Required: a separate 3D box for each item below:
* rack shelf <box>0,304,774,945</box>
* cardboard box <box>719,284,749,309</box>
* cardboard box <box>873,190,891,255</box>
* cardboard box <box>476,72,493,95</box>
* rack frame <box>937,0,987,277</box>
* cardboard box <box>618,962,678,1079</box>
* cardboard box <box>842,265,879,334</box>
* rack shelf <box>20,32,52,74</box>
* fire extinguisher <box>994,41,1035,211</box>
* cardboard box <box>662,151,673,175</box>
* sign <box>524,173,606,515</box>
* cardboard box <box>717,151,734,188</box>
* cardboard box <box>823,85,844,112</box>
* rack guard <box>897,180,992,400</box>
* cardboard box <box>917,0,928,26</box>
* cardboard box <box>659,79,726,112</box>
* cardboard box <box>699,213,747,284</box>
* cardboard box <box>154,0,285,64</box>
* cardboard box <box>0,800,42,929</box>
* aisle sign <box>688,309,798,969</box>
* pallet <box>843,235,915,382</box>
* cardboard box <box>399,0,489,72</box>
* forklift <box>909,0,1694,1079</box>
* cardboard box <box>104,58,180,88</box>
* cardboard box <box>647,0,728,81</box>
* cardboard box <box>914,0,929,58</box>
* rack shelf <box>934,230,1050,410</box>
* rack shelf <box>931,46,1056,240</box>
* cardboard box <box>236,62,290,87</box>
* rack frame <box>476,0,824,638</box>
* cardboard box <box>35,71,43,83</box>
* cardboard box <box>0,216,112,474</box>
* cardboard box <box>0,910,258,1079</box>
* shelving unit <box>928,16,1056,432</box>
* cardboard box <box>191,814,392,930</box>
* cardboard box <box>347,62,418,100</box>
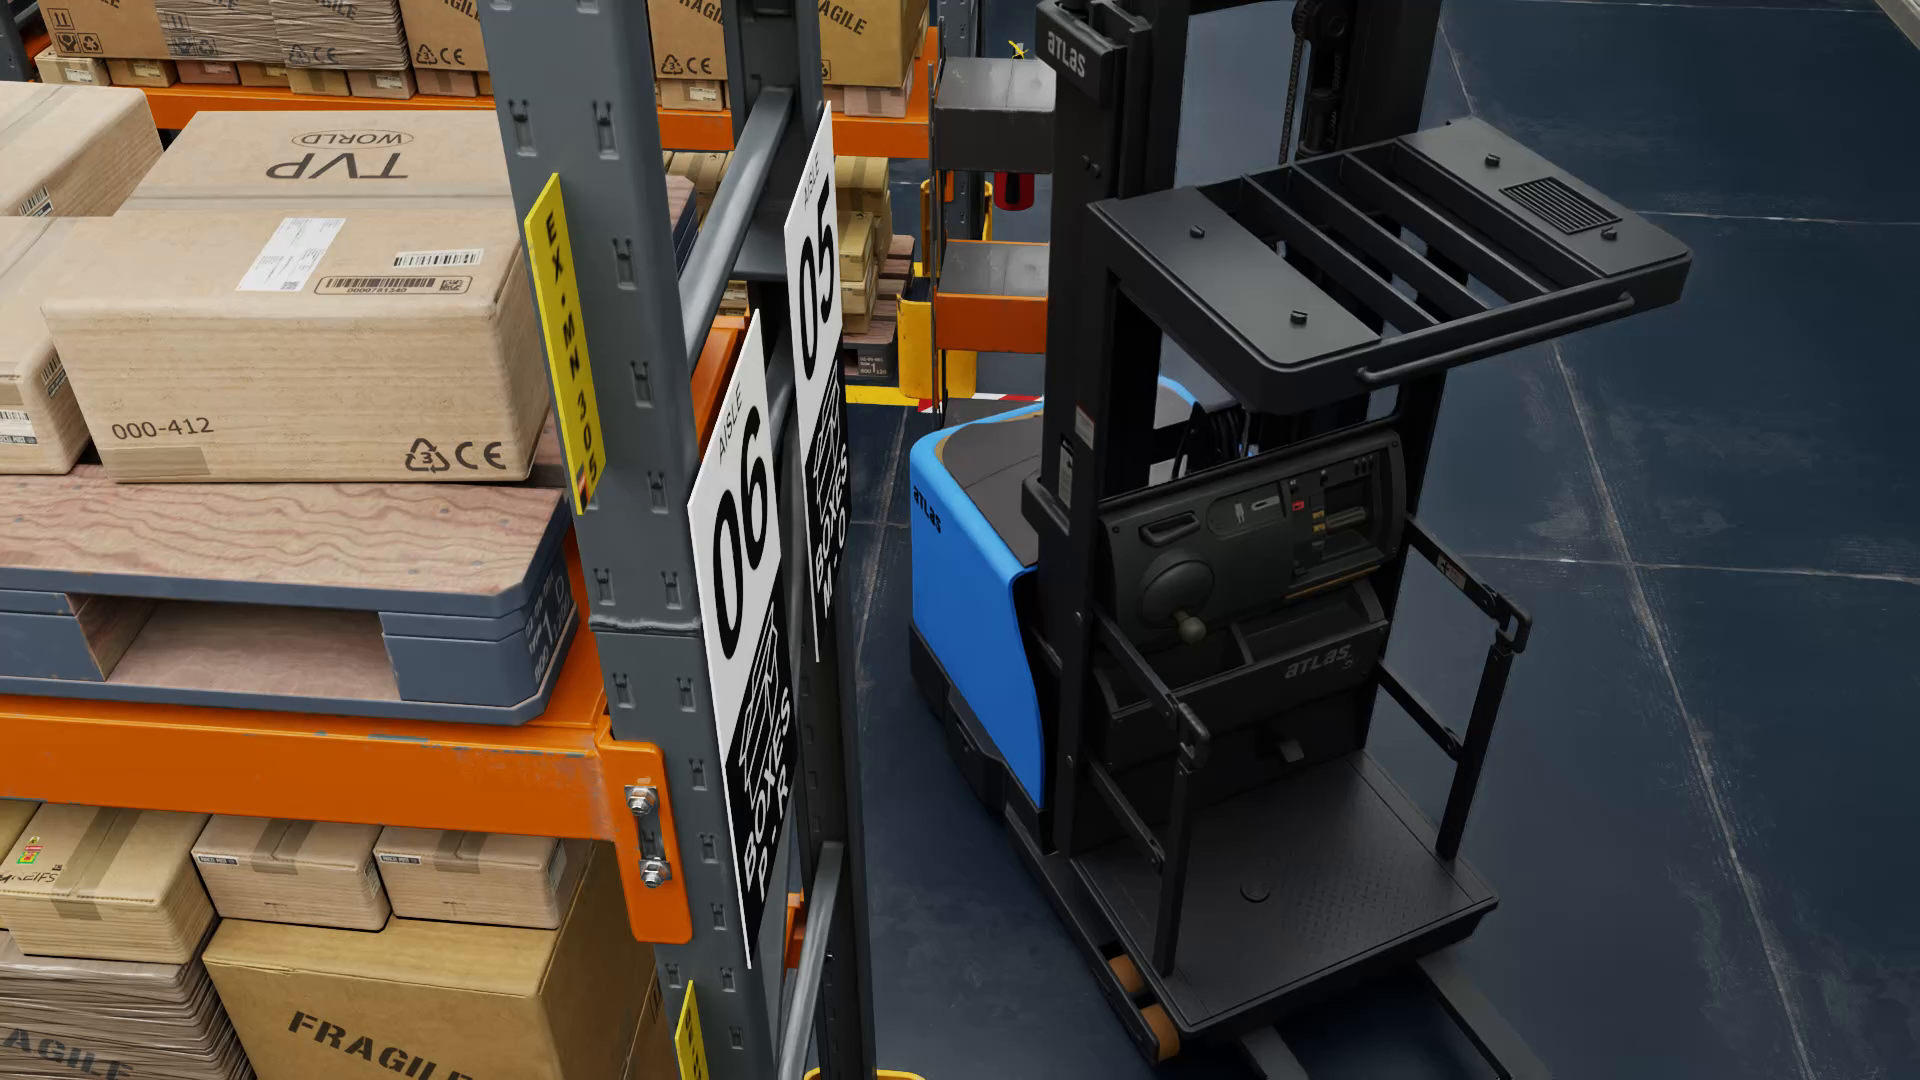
[{"bbox_3d":[-2.303,-0.038,2.614,4.000,0.370,1.077,3,39,4],"label":"rack shelf"},{"bbox_3d":[-1.052,-1.212,7.553,0.250,0.149,0.380,2,39,2],"label":"cardboard box"},{"bbox_3d":[-0.484,-1.526,7.939,0.250,0.149,0.380,5,39,6],"label":"cardboard box"},{"bbox_3d":[-1.875,-2.036,7.074,0.250,0.149,0.380,4,39,5],"label":"cardboard box"},{"bbox_3d":[0.016,-2.163,7.032,0.127,3.000,1.000,3,39,4],"label":"rack frame"},{"bbox_3d":[-0.814,1.057,2.996,0.500,0.500,0.500,3,39,4],"label":"cardboard box"},{"bbox_3d":[-0.526,-1.118,7.673,0.250,0.149,0.380,4,39,5],"label":"cardboard box"},{"bbox_3d":[-5.962,-2.211,7.660,4.000,0.370,1.077,3,39,4],"label":"rack shelf"},{"bbox_3d":[0.227,-1.685,6.800,0.183,0.674,0.296,3,39,4],"label":"fire extinguisher"},{"bbox_3d":[-1.531,-1.710,7.929,0.250,0.149,0.380,5,39,6],"label":"cardboard box"},{"bbox_3d":[-0.371,-0.180,1.580,0.005,0.325,0.100,3,39,4],"label":"sign"},{"bbox_3d":[-1.002,-1.727,7.950,0.250,0.149,0.380,3,39,4],"label":"cardboard box"},{"bbox_3d":[-0.578,-1.943,6.960,0.250,0.149,0.380,3,39,4],"label":"cardboard box"},{"bbox_3d":[-0.060,-1.198,7.826,0.348,0.500,1.175,3,39,4],"label":"rack guard"},{"bbox_3d":[-0.407,-2.516,7.150,0.500,0.500,0.500,5,39,6],"label":"cardboard box"},{"bbox_3d":[-1.085,-1.947,6.964,0.250,0.149,0.380,4,39,5],"label":"cardboard box"},{"bbox_3d":[-1.048,-1.305,7.431,0.250,0.149,0.380,2,39,3],"label":"cardboard box"},{"bbox_3d":[-3.004,-2.328,6.919,0.500,0.500,0.500,3,39,4],"label":"cardboard box"},{"bbox_3d":[-1.452,0.384,2.517,0.250,0.149,0.380,4,39,5],"label":"cardboard box"},{"bbox_3d":[-0.265,0.146,2.135,0.004,0.787,0.394,3,39,4],"label":"aisle sign"},{"bbox_3d":[-0.866,-1.153,7.999,1.213,0.211,1.003,3,39,4],"label":"pallet"},{"bbox_3d":[-1.968,-2.267,6.844,0.500,0.500,0.500,5,39,6],"label":"cardboard box"},{"bbox_3d":[0.904,0.070,4.342,1.130,2.935,3.031,-17,42,-19],"label":"forklift"},{"bbox_3d":[-3.451,-2.095,7.147,0.250,0.149,0.380,4,39,5],"label":"cardboard box"},{"bbox_3d":[-0.967,-2.211,6.776,0.500,0.500,0.500,3,39,3],"label":"cardboard box"},{"bbox_3d":[-0.278,-2.290,7.386,0.250,0.149,0.380,3,39,3],"label":"cardboard box"},{"bbox_3d":[0.165,-0.795,6.085,0.480,0.518,0.431,3,39,4],"label":"rack shelf"},{"bbox_3d":[0.165,-1.338,5.643,0.480,0.518,0.431,3,39,4],"label":"rack shelf"},{"bbox_3d":[-2.911,-2.095,7.147,0.250,0.149,0.380,2,39,2],"label":"cardboard box"},{"bbox_3d":[-0.310,-1.371,1.306,0.127,3.000,1.000,3,39,4],"label":"rack frame"},{"bbox_3d":[-4.682,-2.072,7.973,0.500,0.250,0.500,2,39,2],"label":"cardboard box"},{"bbox_3d":[-1.191,-0.253,2.095,0.250,0.149,0.380,0,39,0],"label":"cardboard box"},{"bbox_3d":[-1.334,0.642,2.714,0.500,0.500,0.500,3,39,4],"label":"cardboard box"},{"bbox_3d":[0.165,-0.805,6.076,0.503,2.100,0.431,3,39,4],"label":"shelving unit"},{"bbox_3d":[-0.940,0.385,2.516,0.250,0.149,0.380,4,39,5],"label":"cardboard box"},{"bbox_3d":[-2.399,-2.021,7.056,0.250,0.149,0.380,5,39,6],"label":"cardboard box"}]
